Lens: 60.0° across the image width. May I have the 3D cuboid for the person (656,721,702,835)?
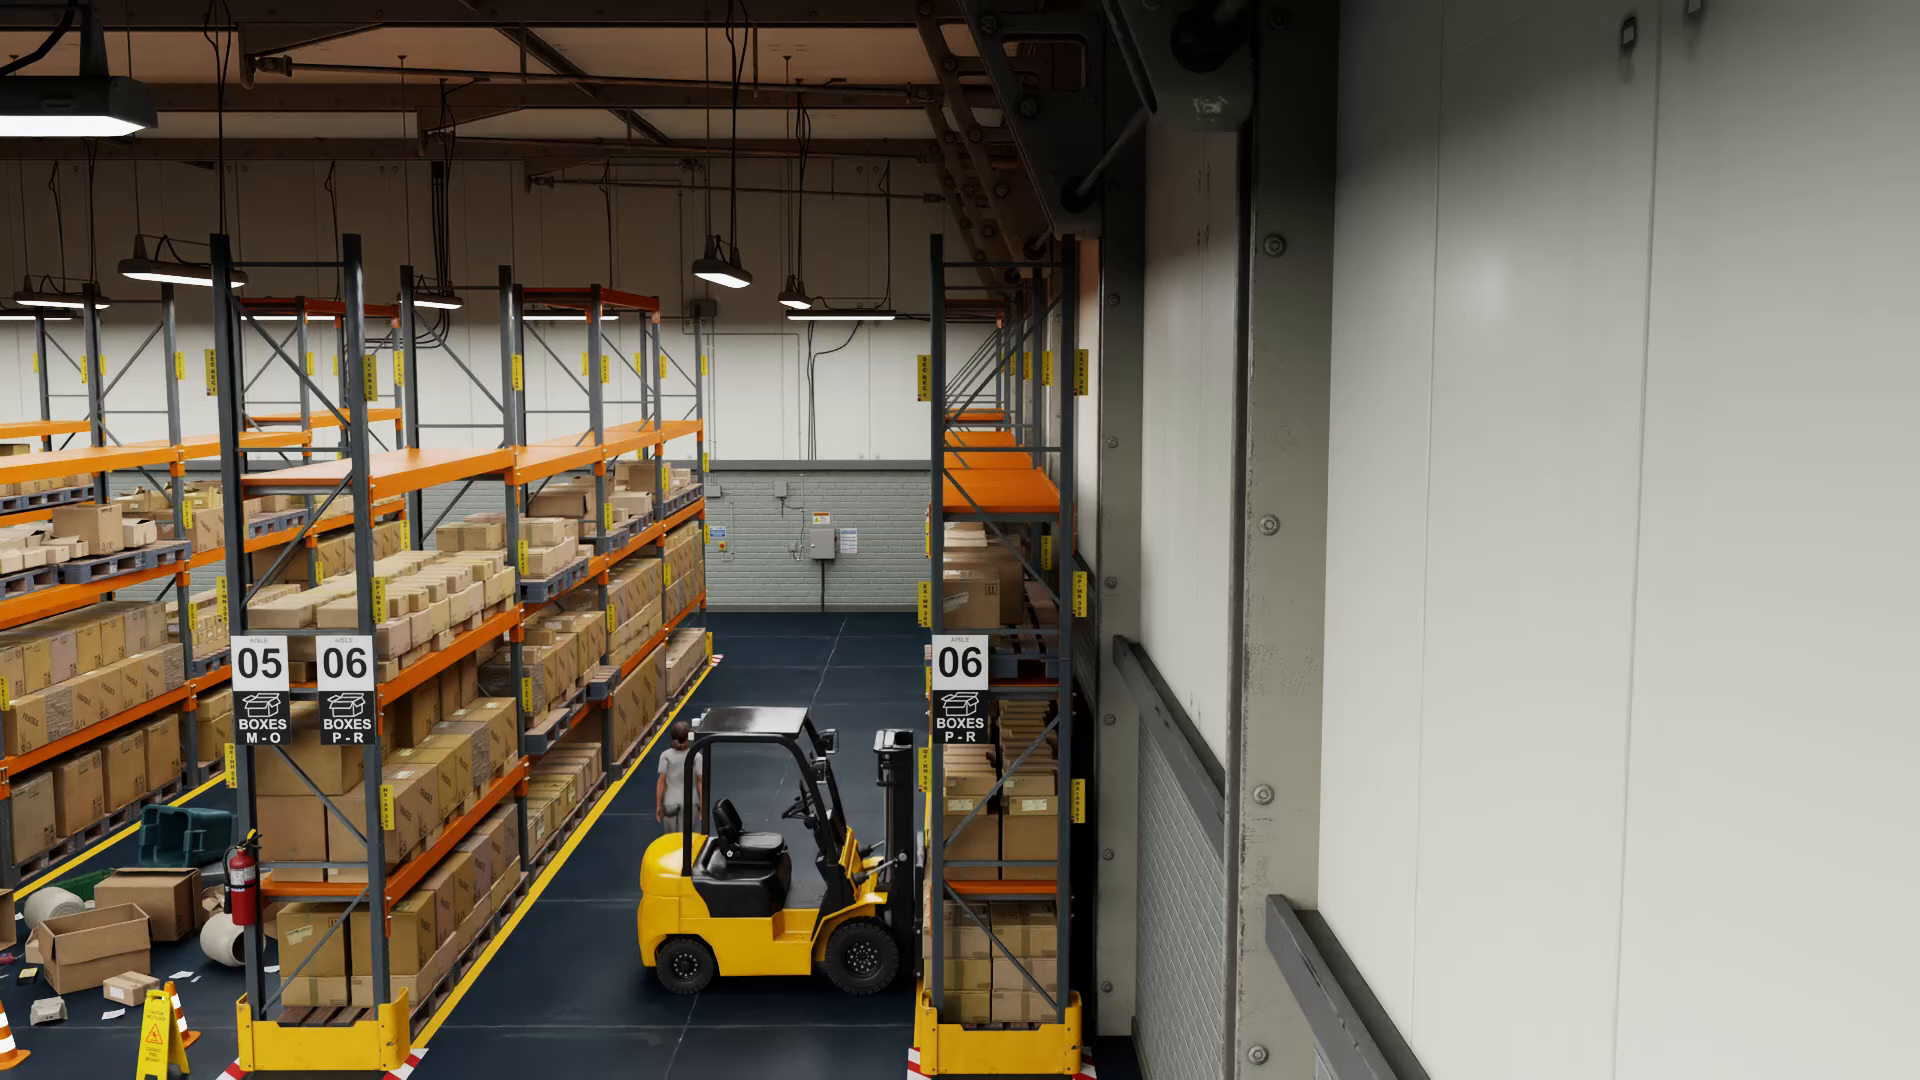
[{"bbox_3d":[-2.684,2.559,16.055,0.477,1.642,0.719,-1,6,-5],"label":"person"}]
